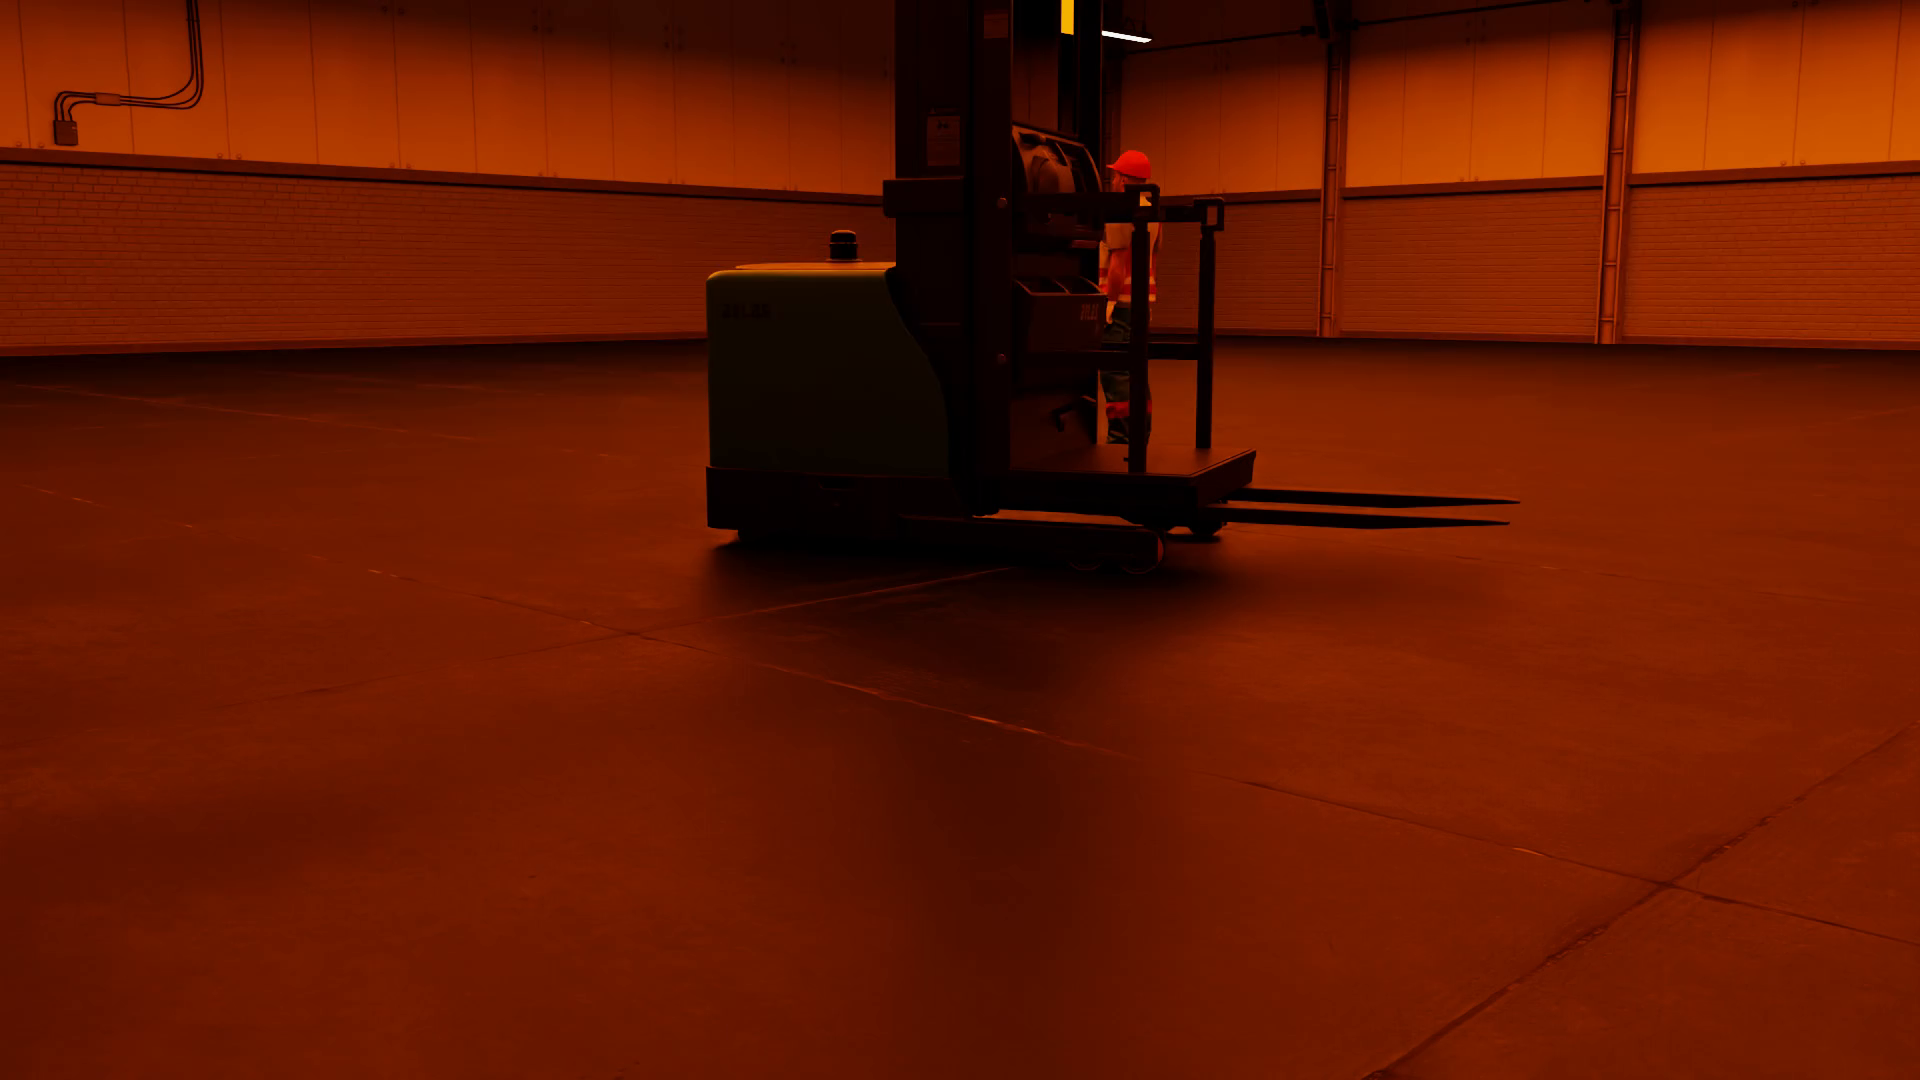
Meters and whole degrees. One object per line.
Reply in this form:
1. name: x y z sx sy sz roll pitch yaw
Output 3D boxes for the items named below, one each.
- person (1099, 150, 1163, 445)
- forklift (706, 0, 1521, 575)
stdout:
1. person: 0.947 -1.356 9.718 0.376 1.795 0.536 6 10 33
2. forklift: 0.565 -1.416 6.275 3.031 2.935 1.130 3 9 22
